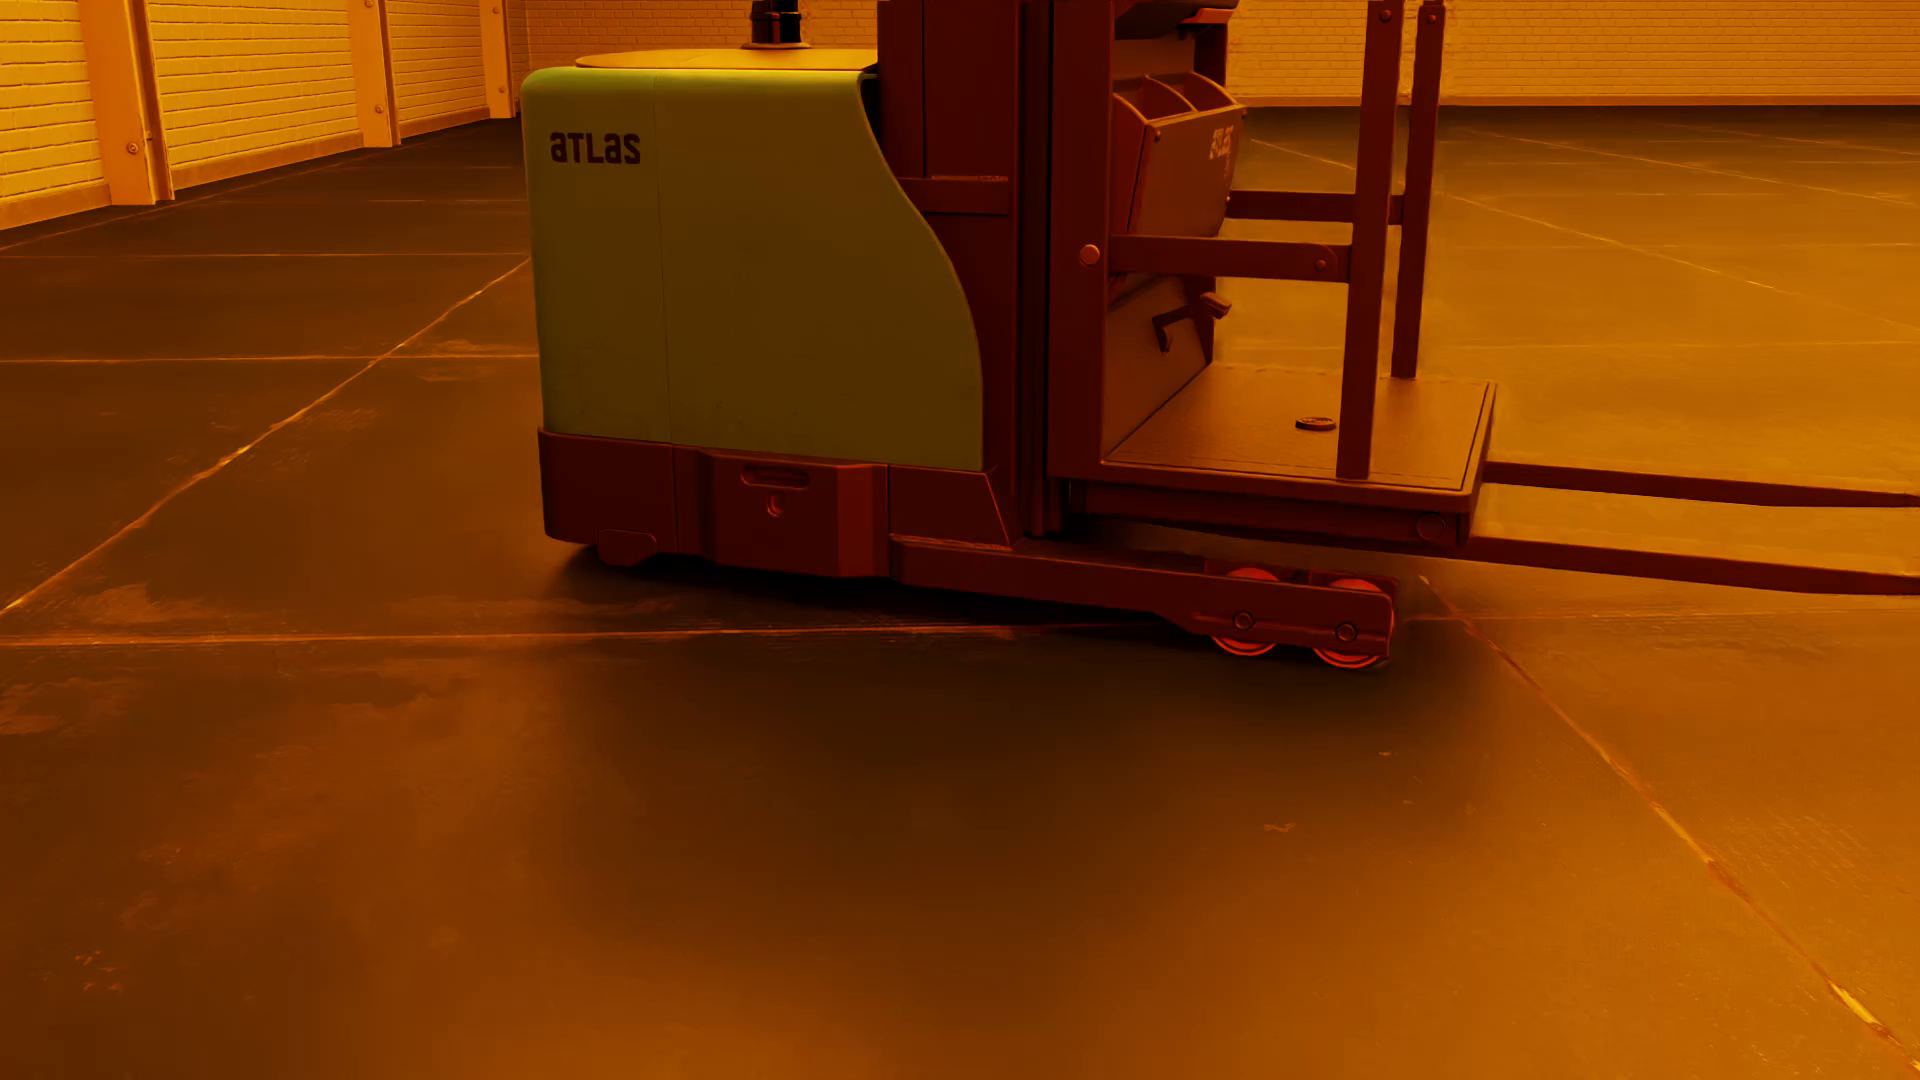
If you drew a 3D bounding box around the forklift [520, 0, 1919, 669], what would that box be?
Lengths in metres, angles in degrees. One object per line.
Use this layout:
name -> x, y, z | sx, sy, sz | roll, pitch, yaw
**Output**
forklift -> 0.640, -1.335, 3.272 | 3.031, 2.935, 1.130 | 6, 18, 19
